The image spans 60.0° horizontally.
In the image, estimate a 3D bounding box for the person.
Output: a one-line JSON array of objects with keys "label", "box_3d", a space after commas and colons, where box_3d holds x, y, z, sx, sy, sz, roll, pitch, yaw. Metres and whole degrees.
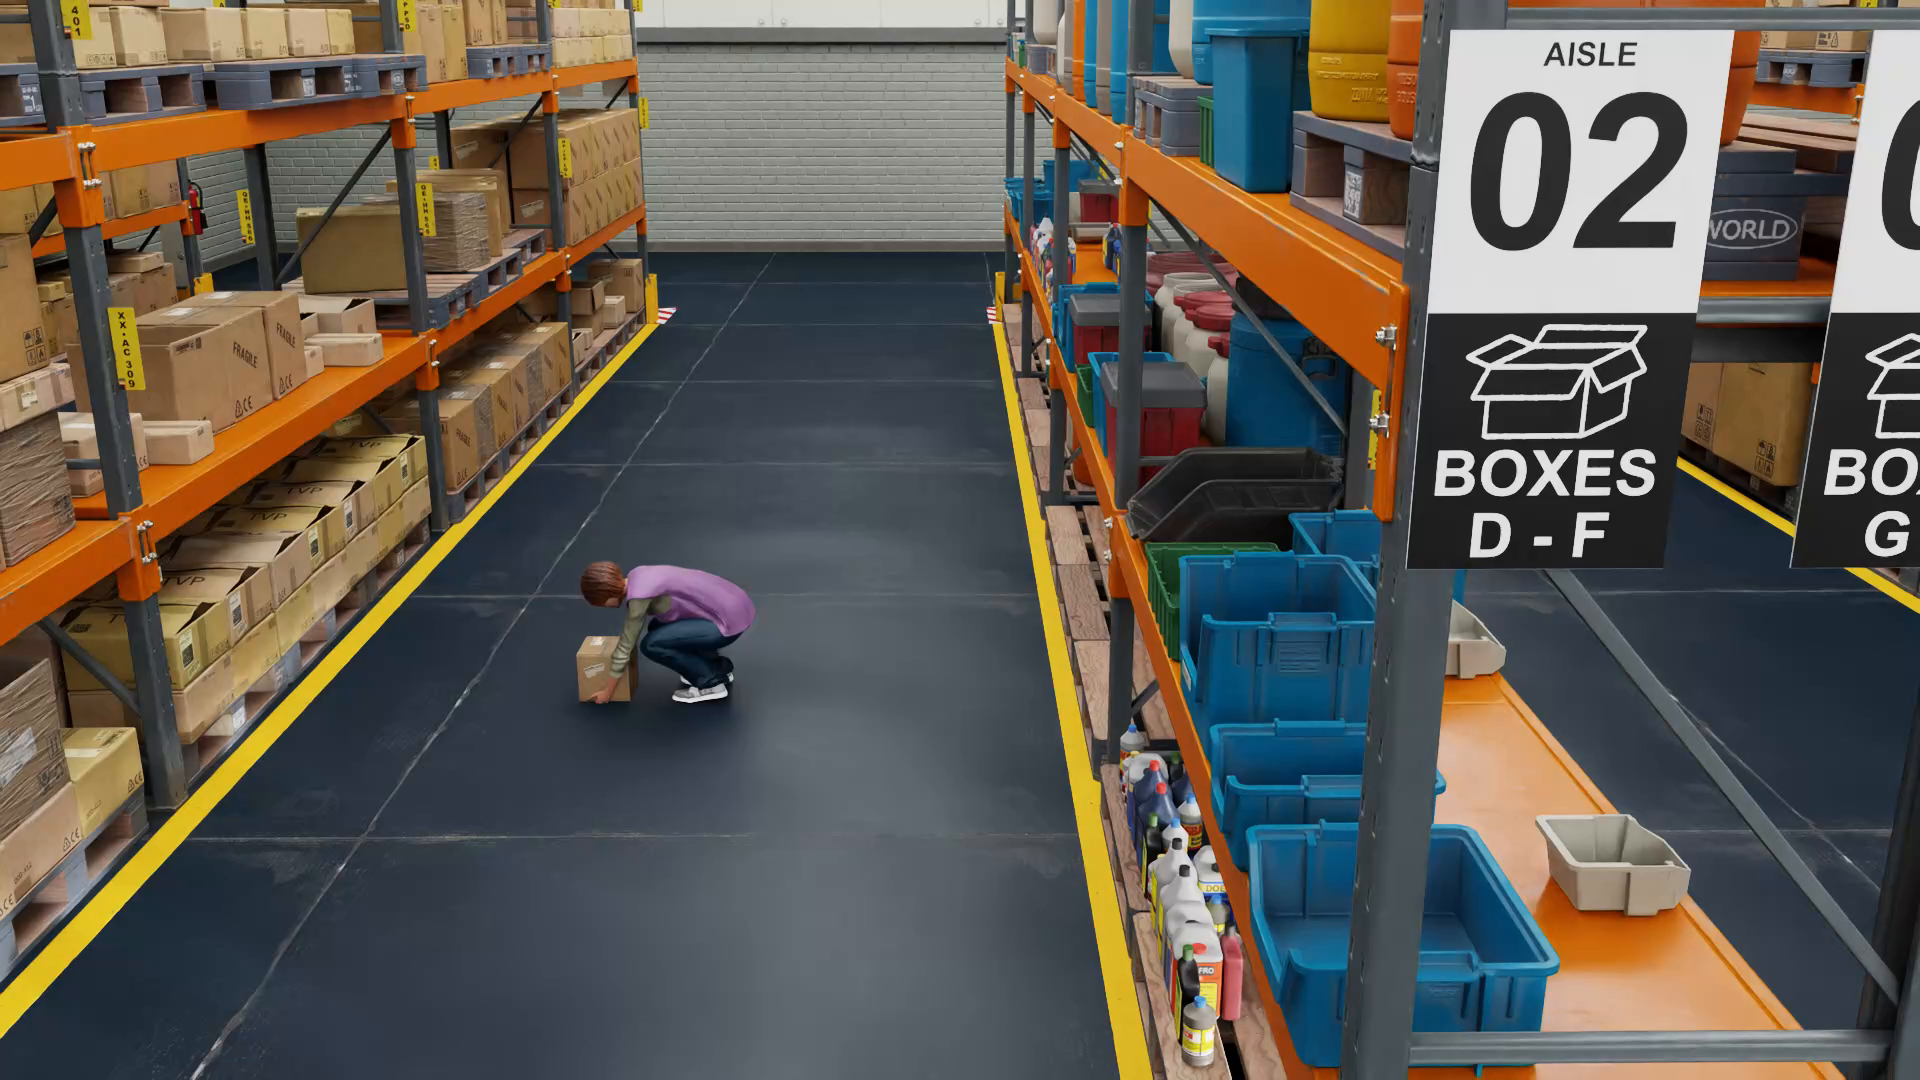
[{"label": "person", "box_3d": [-1.428, 0.472, 8.218, 0.839, 0.734, 0.432, -1, 17, -2]}]
